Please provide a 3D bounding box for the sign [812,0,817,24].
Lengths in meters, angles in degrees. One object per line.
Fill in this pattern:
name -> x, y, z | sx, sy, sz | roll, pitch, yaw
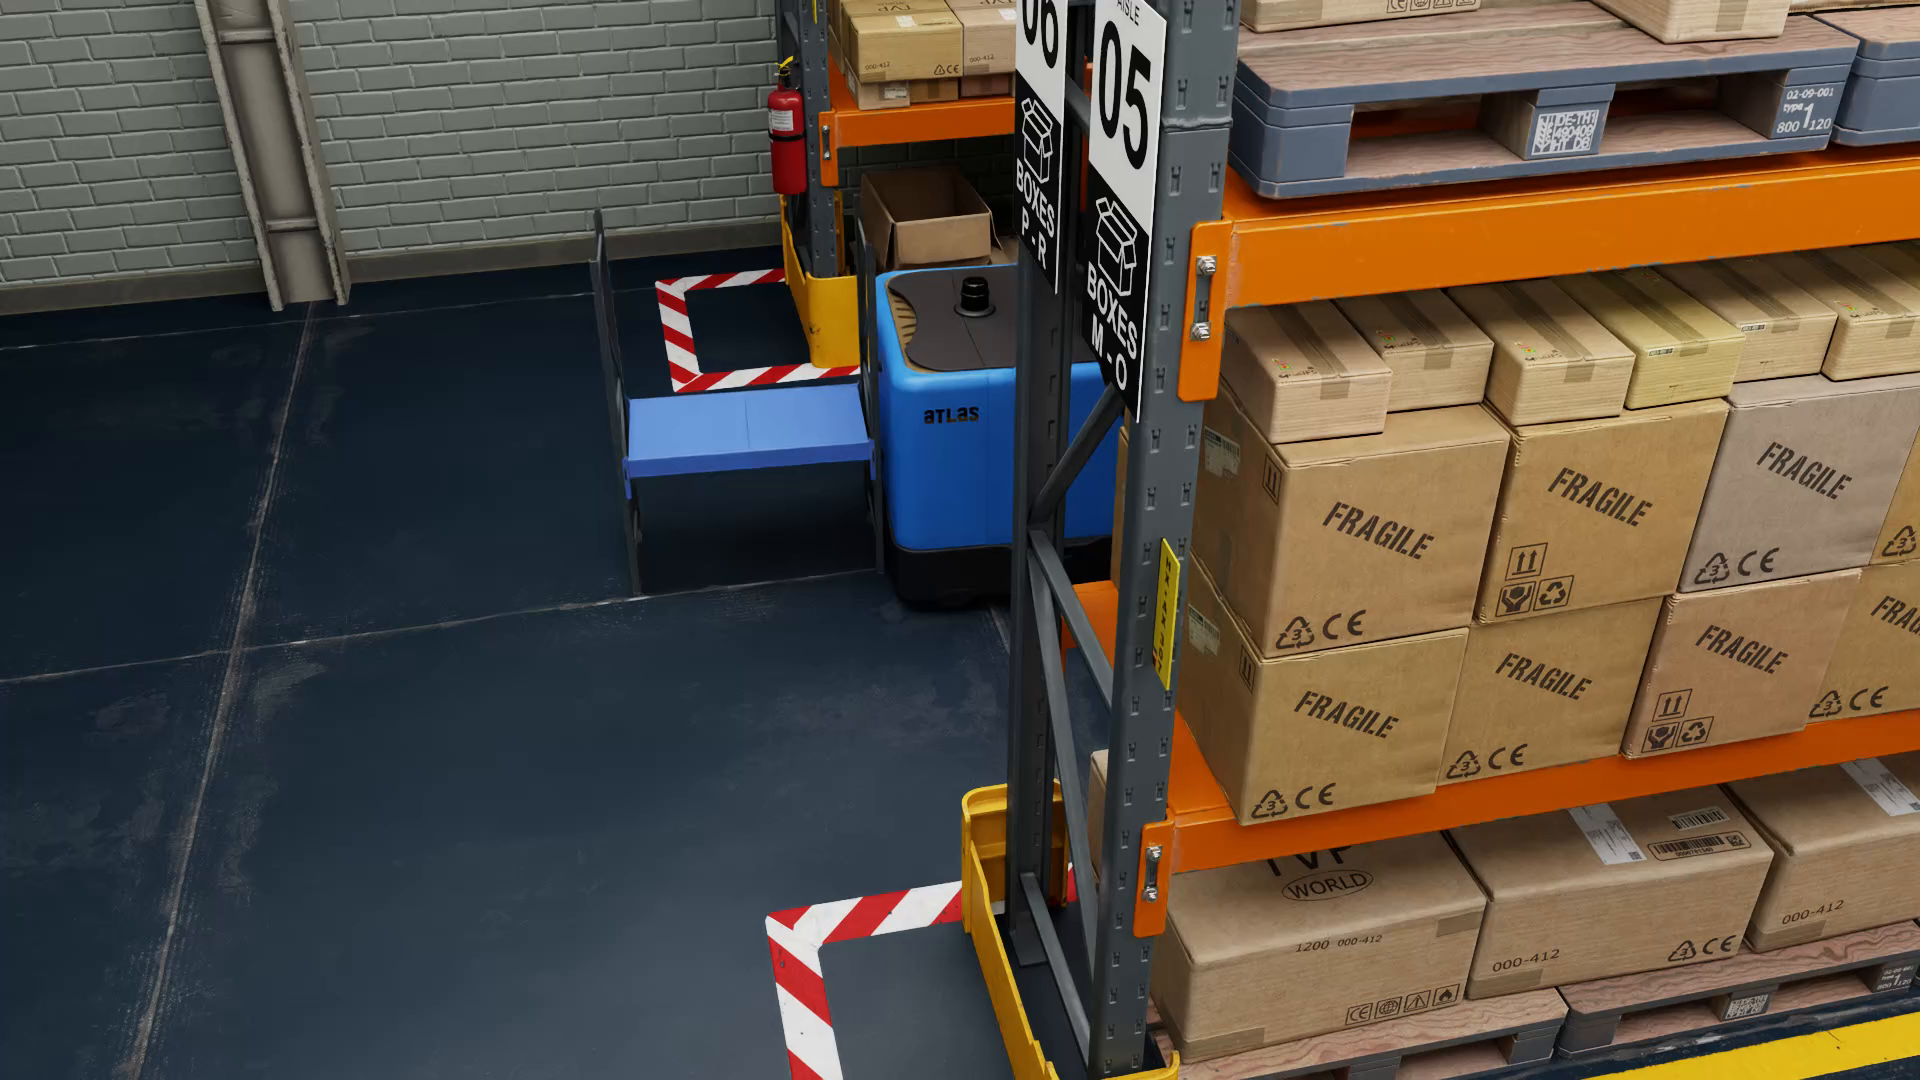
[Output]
sign -> -0.666, -2.514, 7.527 | 0.005, 0.325, 0.100 | -7, 35, -11

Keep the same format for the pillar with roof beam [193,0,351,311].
pillar with roof beam -> -2.665, -2.759, 3.286 | 0.400, 9.000, 9.100 | -7, 35, -11

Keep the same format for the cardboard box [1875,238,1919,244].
cardboard box -> 2.360, -0.895, 4.323 | 0.250, 0.149, 0.380 | -7, 35, -10

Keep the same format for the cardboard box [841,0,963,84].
cardboard box -> -0.284, -2.420, 8.032 | 0.500, 0.250, 0.500 | -7, 34, -10

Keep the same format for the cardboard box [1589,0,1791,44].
cardboard box -> 1.425, -1.118, 3.291 | 0.250, 0.149, 0.380 | -6, 34, -9

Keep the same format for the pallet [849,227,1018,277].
pallet -> 0.066, -1.399, 9.146 | 1.213, 0.211, 1.003 | -7, 35, -11

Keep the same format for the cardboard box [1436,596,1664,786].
cardboard box -> 1.332, 0.226, 4.131 | 0.500, 0.500, 0.500 | -8, 35, -11

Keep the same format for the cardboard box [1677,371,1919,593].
cardboard box -> 1.847, -0.248, 3.940 | 0.500, 0.500, 0.500 | -7, 35, -11

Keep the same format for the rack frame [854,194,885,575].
rack frame -> -0.371, -0.614, 6.819 | 0.032, 1.500, 0.500 | -5, 34, -7

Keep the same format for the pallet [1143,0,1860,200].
pallet -> 1.034, -1.058, 3.522 | 1.213, 0.211, 1.003 | -7, 35, -11

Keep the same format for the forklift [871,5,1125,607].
forklift -> 1.163, -1.314, 6.578 | 3.031, 2.935, 1.130 | -5, 34, -7

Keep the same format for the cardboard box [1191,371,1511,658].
cardboard box -> 0.844, -0.113, 3.739 | 0.500, 0.500, 0.500 | -8, 35, -12

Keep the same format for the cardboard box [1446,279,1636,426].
cardboard box -> 1.239, -0.412, 3.603 | 0.250, 0.149, 0.380 | -6, 34, -9

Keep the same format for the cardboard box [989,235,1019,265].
cardboard box -> 0.255, -1.495, 8.967 | 0.250, 0.149, 0.380 | -9, 35, -12

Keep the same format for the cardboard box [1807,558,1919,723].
cardboard box -> 2.317, 0.103, 4.315 | 0.500, 0.500, 0.500 | -6, 34, -9

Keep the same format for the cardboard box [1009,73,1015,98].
cardboard box -> 0.342, -2.342, 8.273 | 0.250, 0.149, 0.380 | -6, 34, -9

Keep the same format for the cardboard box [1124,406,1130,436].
cardboard box -> 0.731, -0.397, 4.163 | 0.500, 0.500, 0.500 | -6, 34, -9

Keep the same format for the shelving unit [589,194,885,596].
shelving unit -> -0.874, -0.572, 6.757 | 1.048, 1.500, 0.538 | -5, 34, -7

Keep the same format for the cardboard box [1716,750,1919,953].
cardboard box -> 2.705, 0.775, 5.326 | 0.875, 0.438, 0.875 | -8, 35, -12

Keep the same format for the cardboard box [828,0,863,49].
cardboard box -> -0.396, -2.711, 8.466 | 0.500, 0.250, 0.500 | -6, 34, -9

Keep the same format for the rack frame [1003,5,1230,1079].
rack frame -> 0.313, 0.248, 4.189 | 0.127, 3.000, 1.000 | -7, 35, -11

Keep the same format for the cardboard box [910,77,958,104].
cardboard box -> -0.167, -2.293, 8.200 | 0.250, 0.149, 0.380 | -6, 34, -9

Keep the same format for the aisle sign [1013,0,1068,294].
aisle sign -> 0.174, -0.991, 3.702 | 0.004, 0.787, 0.394 | -7, 35, -11

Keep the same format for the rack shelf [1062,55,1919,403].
rack shelf -> 2.264, -0.945, 3.920 | 4.000, 0.370, 1.077 | -7, 35, -11

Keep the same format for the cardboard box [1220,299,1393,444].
cardboard box -> 0.720, -0.371, 3.542 | 0.250, 0.149, 0.380 | -6, 34, -10

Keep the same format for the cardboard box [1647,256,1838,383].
cardboard box -> 1.736, -0.515, 3.756 | 0.250, 0.149, 0.380 | -7, 34, -10

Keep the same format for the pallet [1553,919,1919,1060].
pallet -> 2.263, 1.117, 5.396 | 1.213, 0.211, 1.003 | -7, 35, -11

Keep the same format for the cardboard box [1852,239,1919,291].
cardboard box -> 2.242, -0.539, 3.792 | 0.250, 0.149, 0.380 | -8, 35, -12

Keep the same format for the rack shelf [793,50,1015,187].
rack shelf -> 1.165, -2.397, 8.775 | 4.000, 0.370, 1.077 | -7, 35, -11

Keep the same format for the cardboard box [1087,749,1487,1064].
cardboard box -> 0.935, 1.002, 4.987 | 0.875, 0.438, 0.875 | -8, 35, -12

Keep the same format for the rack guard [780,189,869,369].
rack guard -> -0.712, -1.421, 8.919 | 0.348, 0.500, 1.175 | -7, 35, -11

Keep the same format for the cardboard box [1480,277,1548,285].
cardboard box -> 1.349, -0.761, 4.124 | 0.250, 0.149, 0.380 | -6, 34, -9
